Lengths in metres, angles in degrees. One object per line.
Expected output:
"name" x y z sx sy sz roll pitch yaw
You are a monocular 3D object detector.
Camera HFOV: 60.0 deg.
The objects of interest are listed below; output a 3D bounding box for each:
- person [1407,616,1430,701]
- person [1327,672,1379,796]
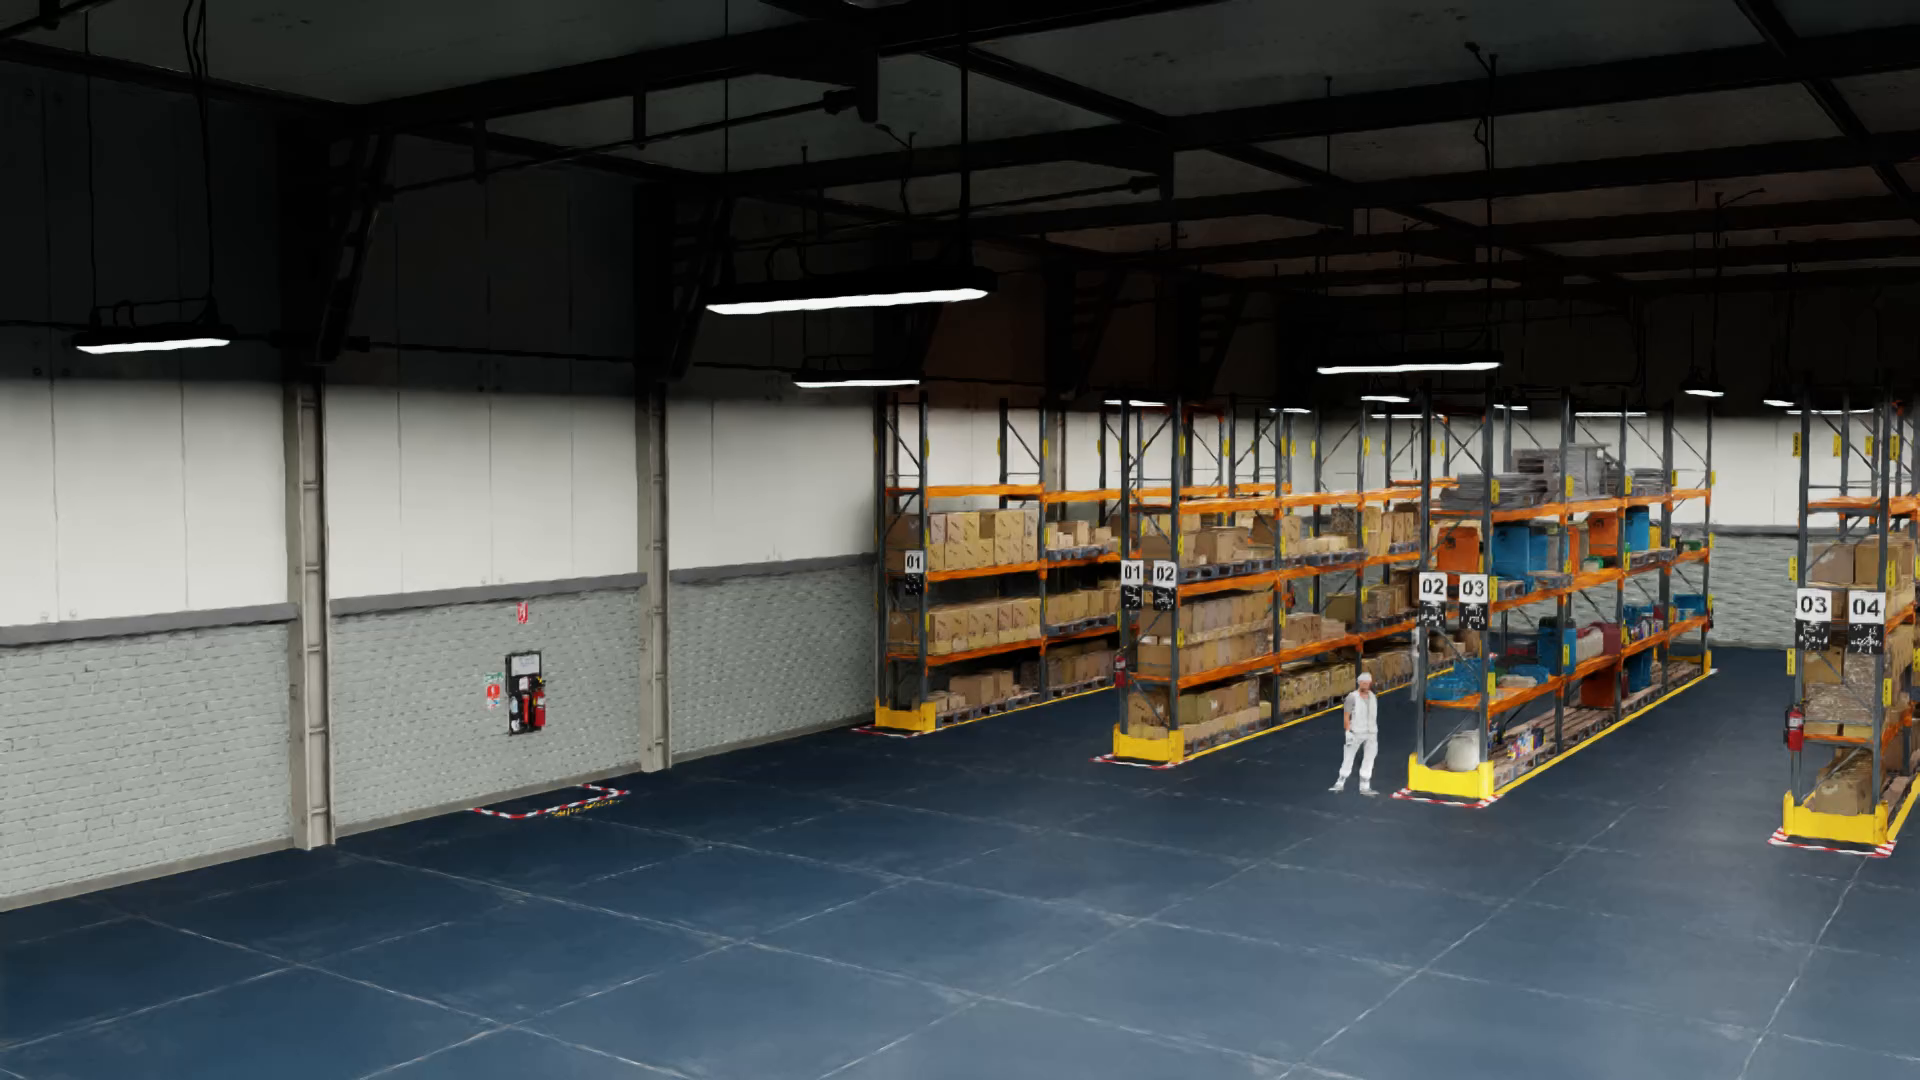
"person" 9.117 2.336 32.940 0.430 1.663 0.530 0 3 4
"person" 5.686 2.785 23.966 0.714 1.785 0.494 -1 3 -11
